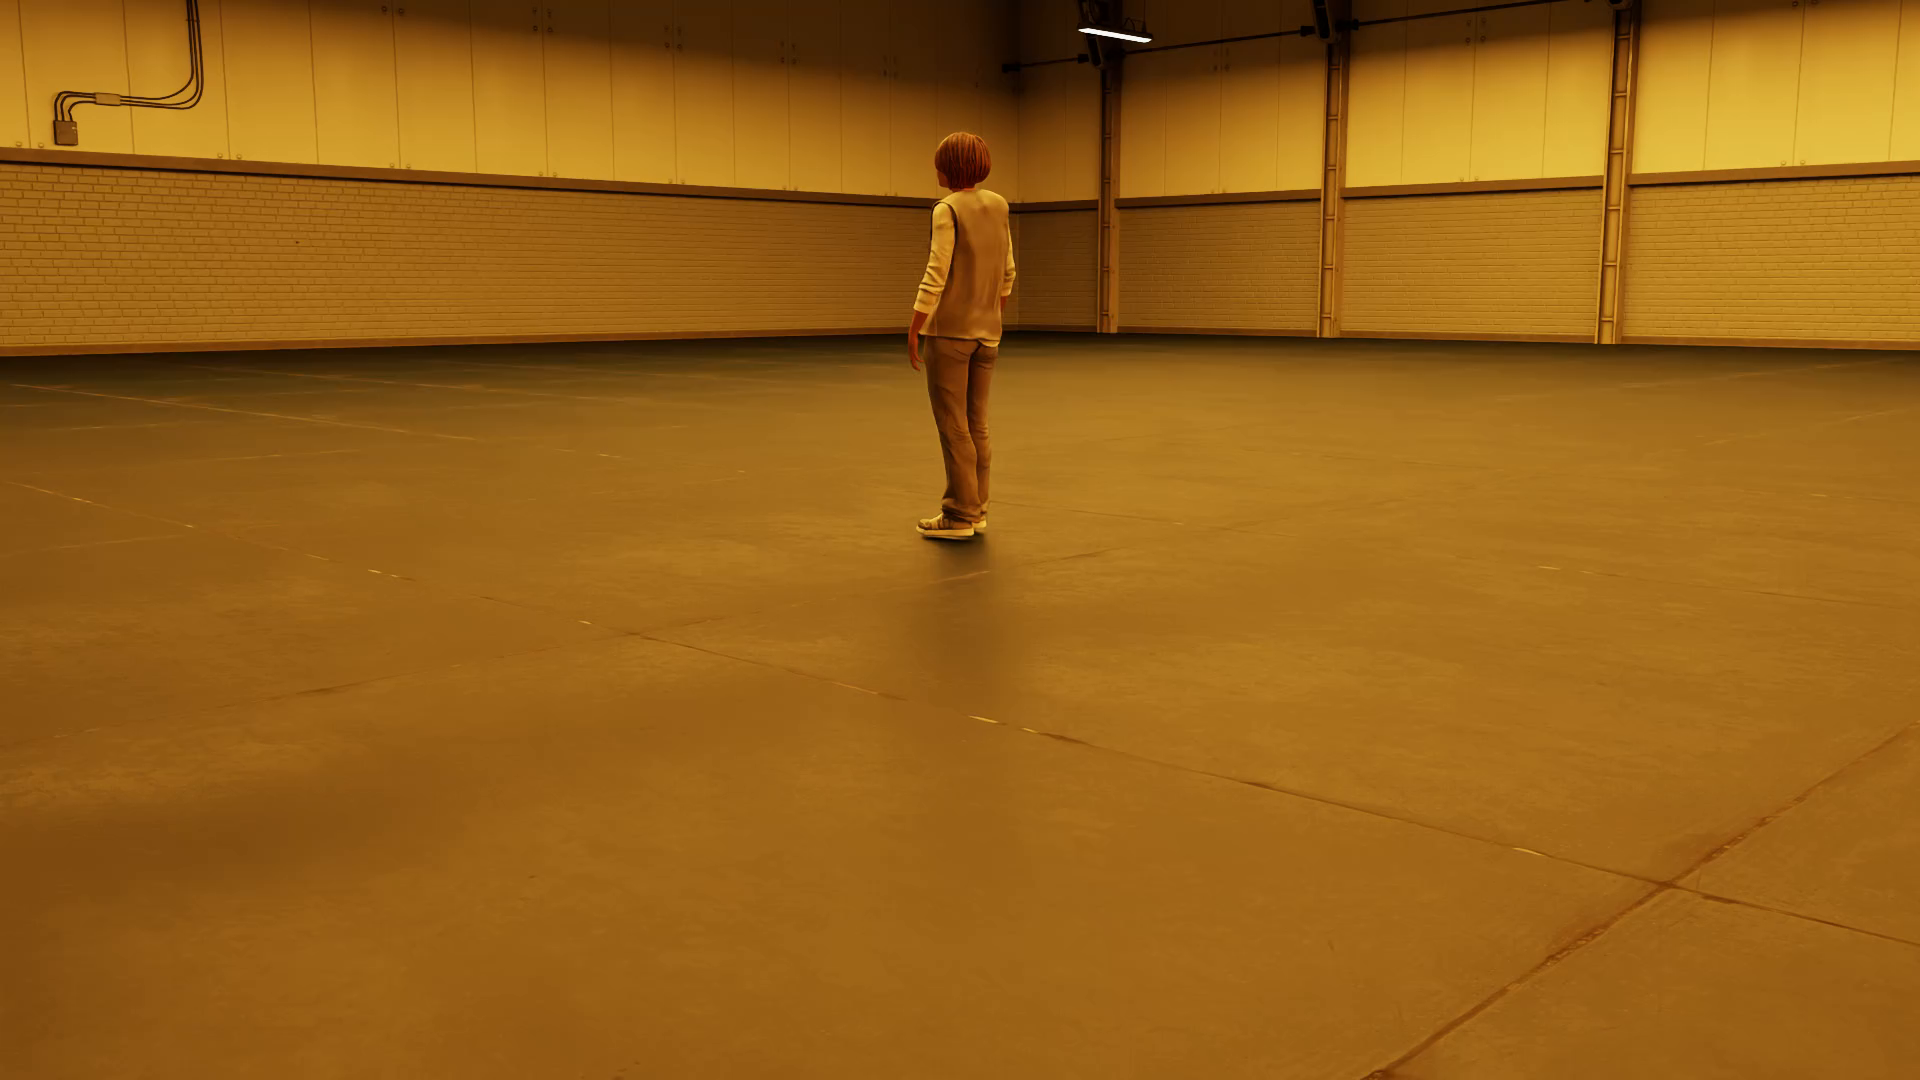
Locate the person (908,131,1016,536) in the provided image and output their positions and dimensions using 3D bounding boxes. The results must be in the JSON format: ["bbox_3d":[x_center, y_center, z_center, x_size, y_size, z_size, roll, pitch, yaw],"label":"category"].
[{"bbox_3d":[-0.043,-0.806,6.658,0.475,1.597,0.520,8,12,43],"label":"person"}]
